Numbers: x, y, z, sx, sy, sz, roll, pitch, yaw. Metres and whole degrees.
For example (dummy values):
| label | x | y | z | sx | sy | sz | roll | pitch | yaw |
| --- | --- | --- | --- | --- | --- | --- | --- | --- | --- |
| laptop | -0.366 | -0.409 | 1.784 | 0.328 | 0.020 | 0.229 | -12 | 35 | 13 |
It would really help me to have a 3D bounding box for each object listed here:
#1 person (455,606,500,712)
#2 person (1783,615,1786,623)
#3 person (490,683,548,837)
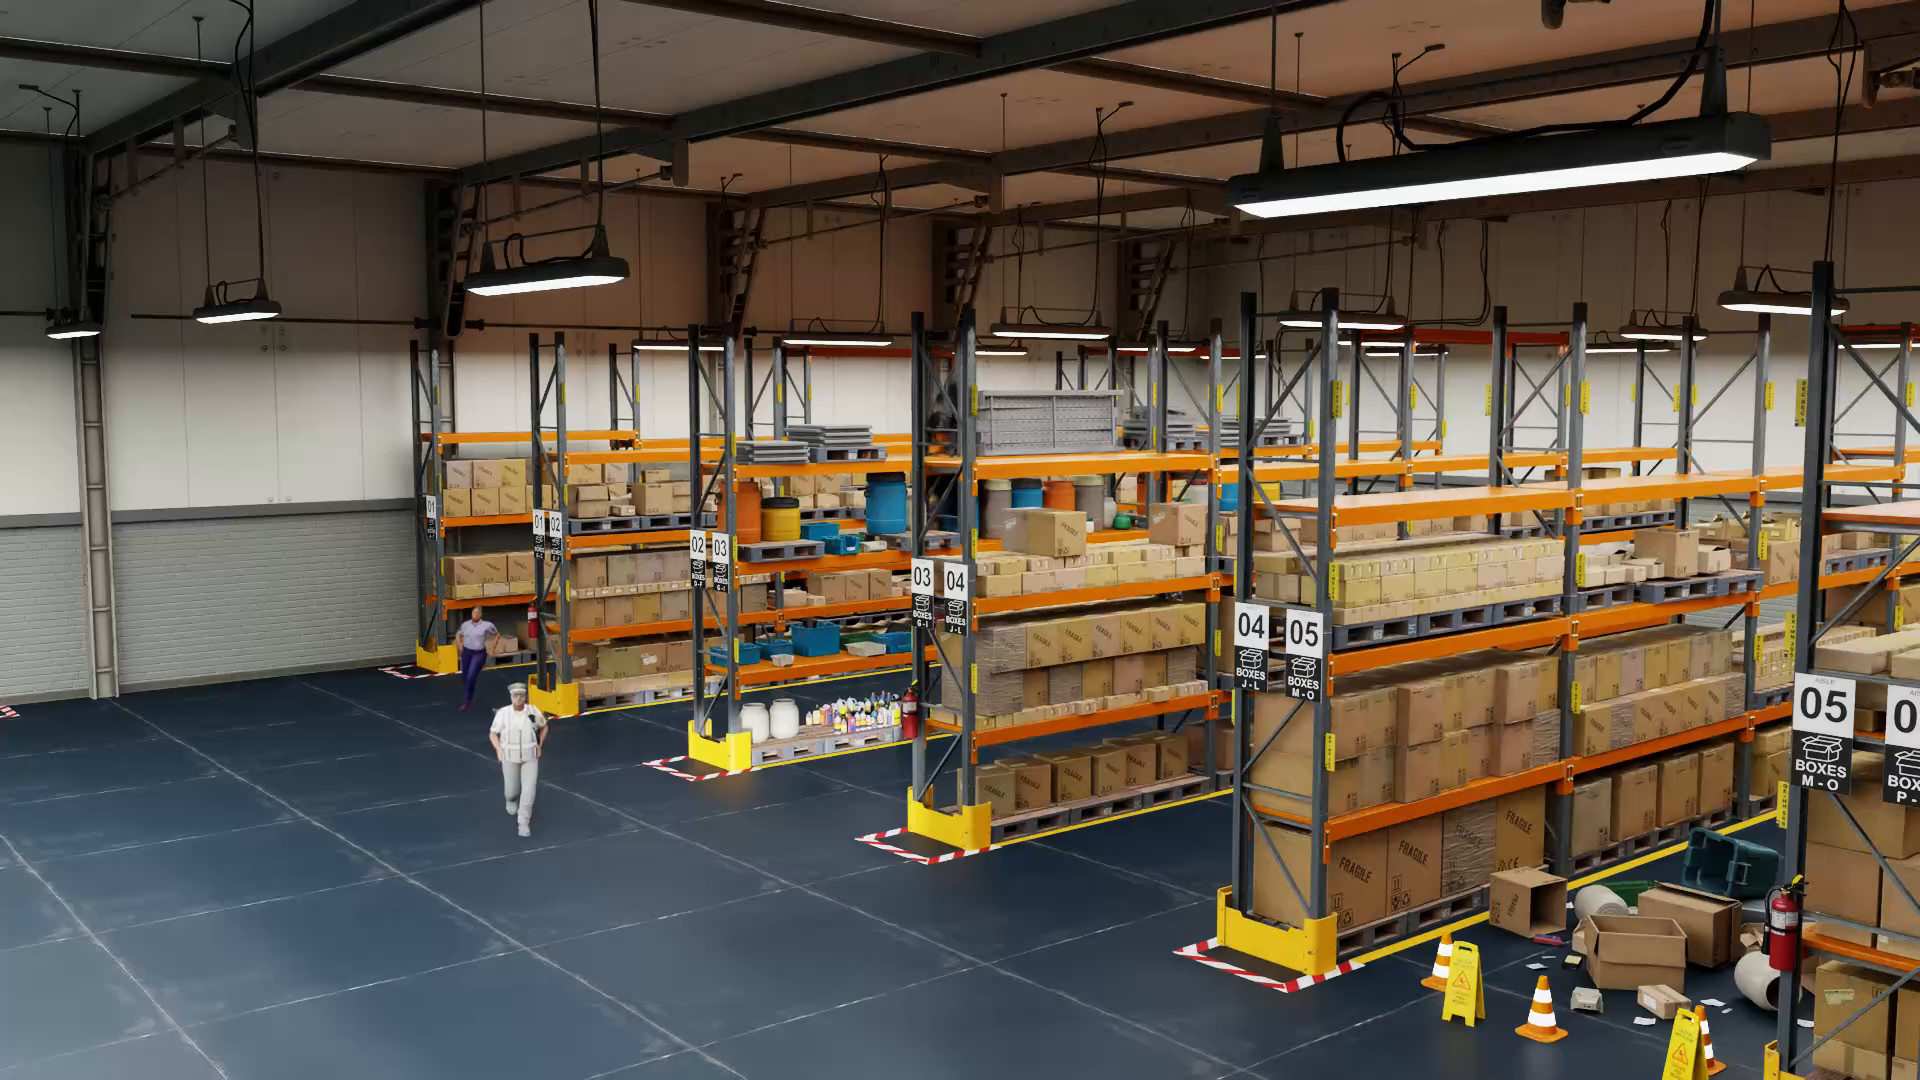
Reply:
| label | x | y | z | sx | sy | sz | roll | pitch | yaw |
| --- | --- | --- | --- | --- | --- | --- | --- | --- | --- |
| person | -7.812 | 1.890 | 26.725 | 0.700 | 1.668 | 0.845 | 1 | 5 | 8 |
| person | 12.608 | 2.008 | 25.248 | 0.725 | 1.768 | 0.631 | -4 | 6 | -35 |
| person | -5.124 | 2.518 | 19.375 | 0.663 | 1.761 | 0.733 | -2 | 6 | -19 |
